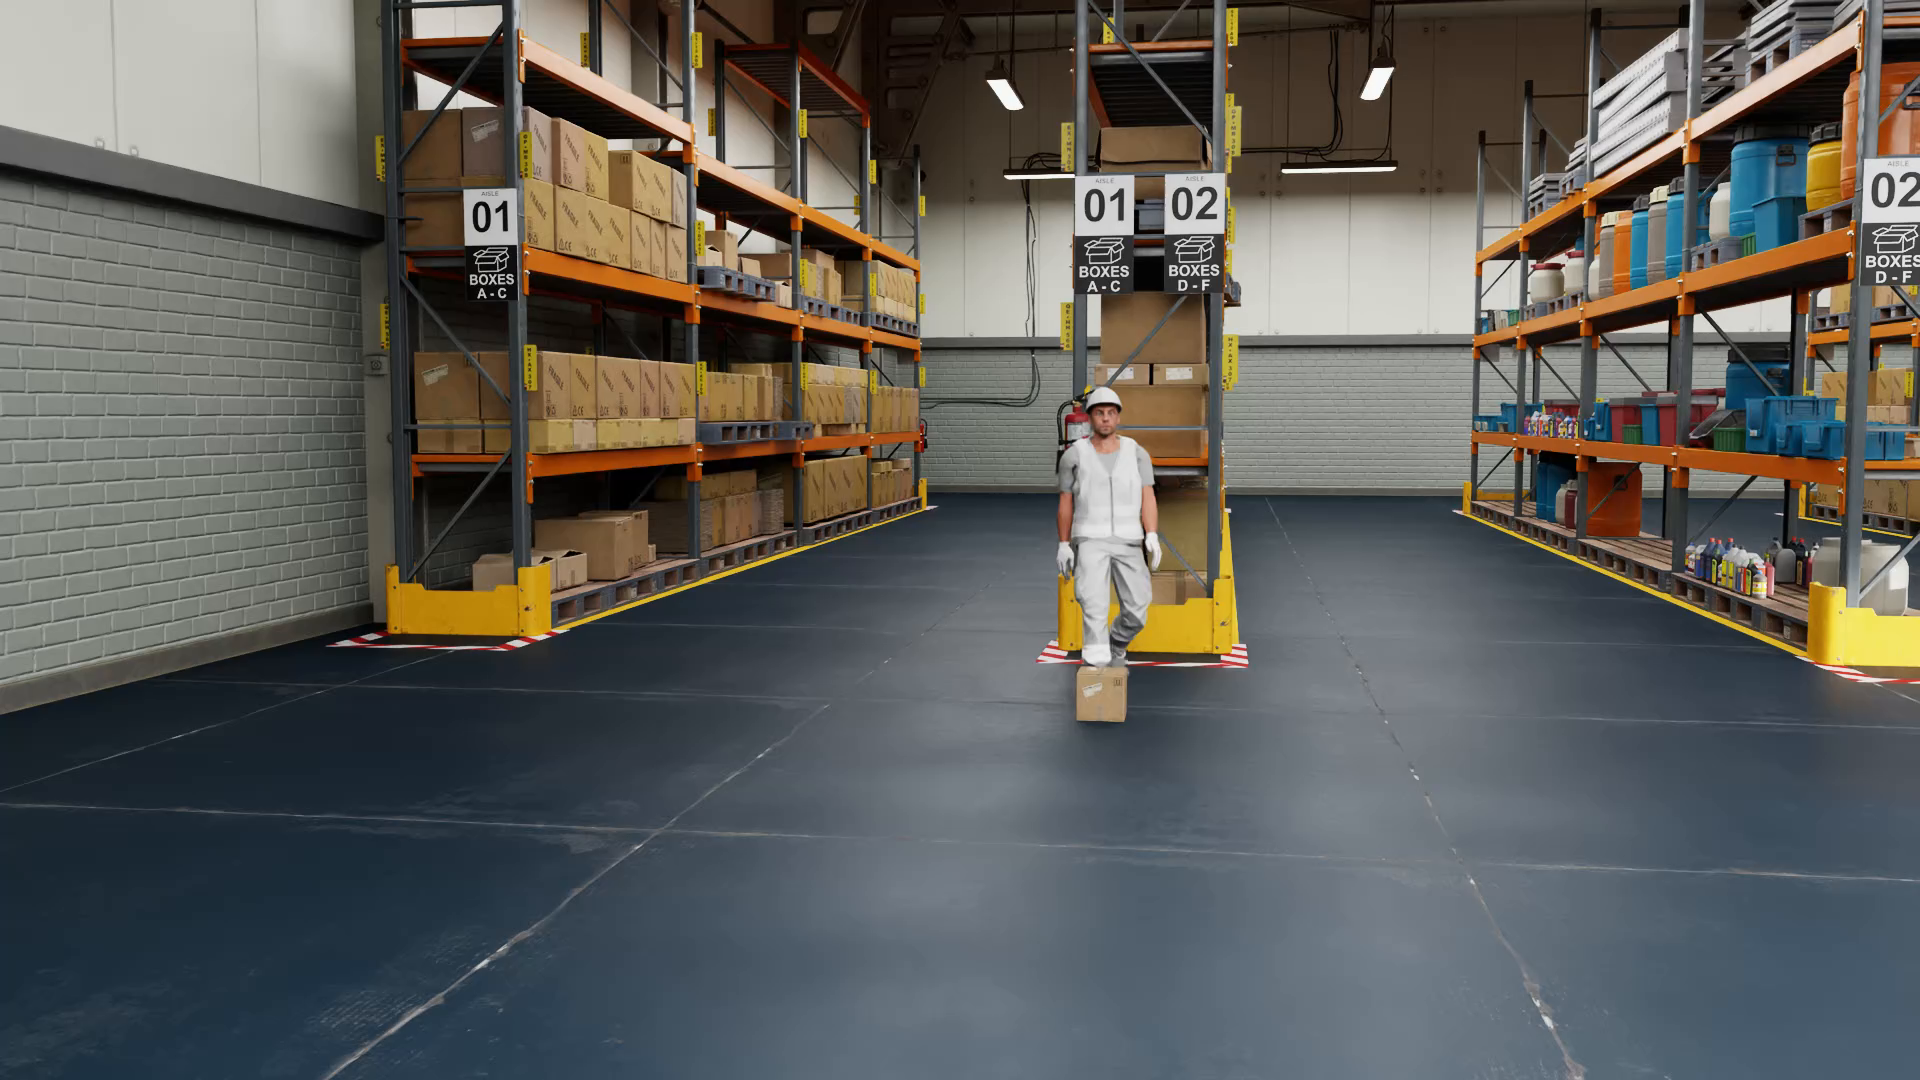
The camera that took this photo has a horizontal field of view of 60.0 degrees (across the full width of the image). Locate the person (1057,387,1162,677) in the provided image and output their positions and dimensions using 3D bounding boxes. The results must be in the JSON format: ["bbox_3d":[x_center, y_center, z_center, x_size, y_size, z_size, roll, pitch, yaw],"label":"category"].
[{"bbox_3d":[0.831,0.033,9.219,0.539,1.762,0.959,-1,4,-7],"label":"person"}]
